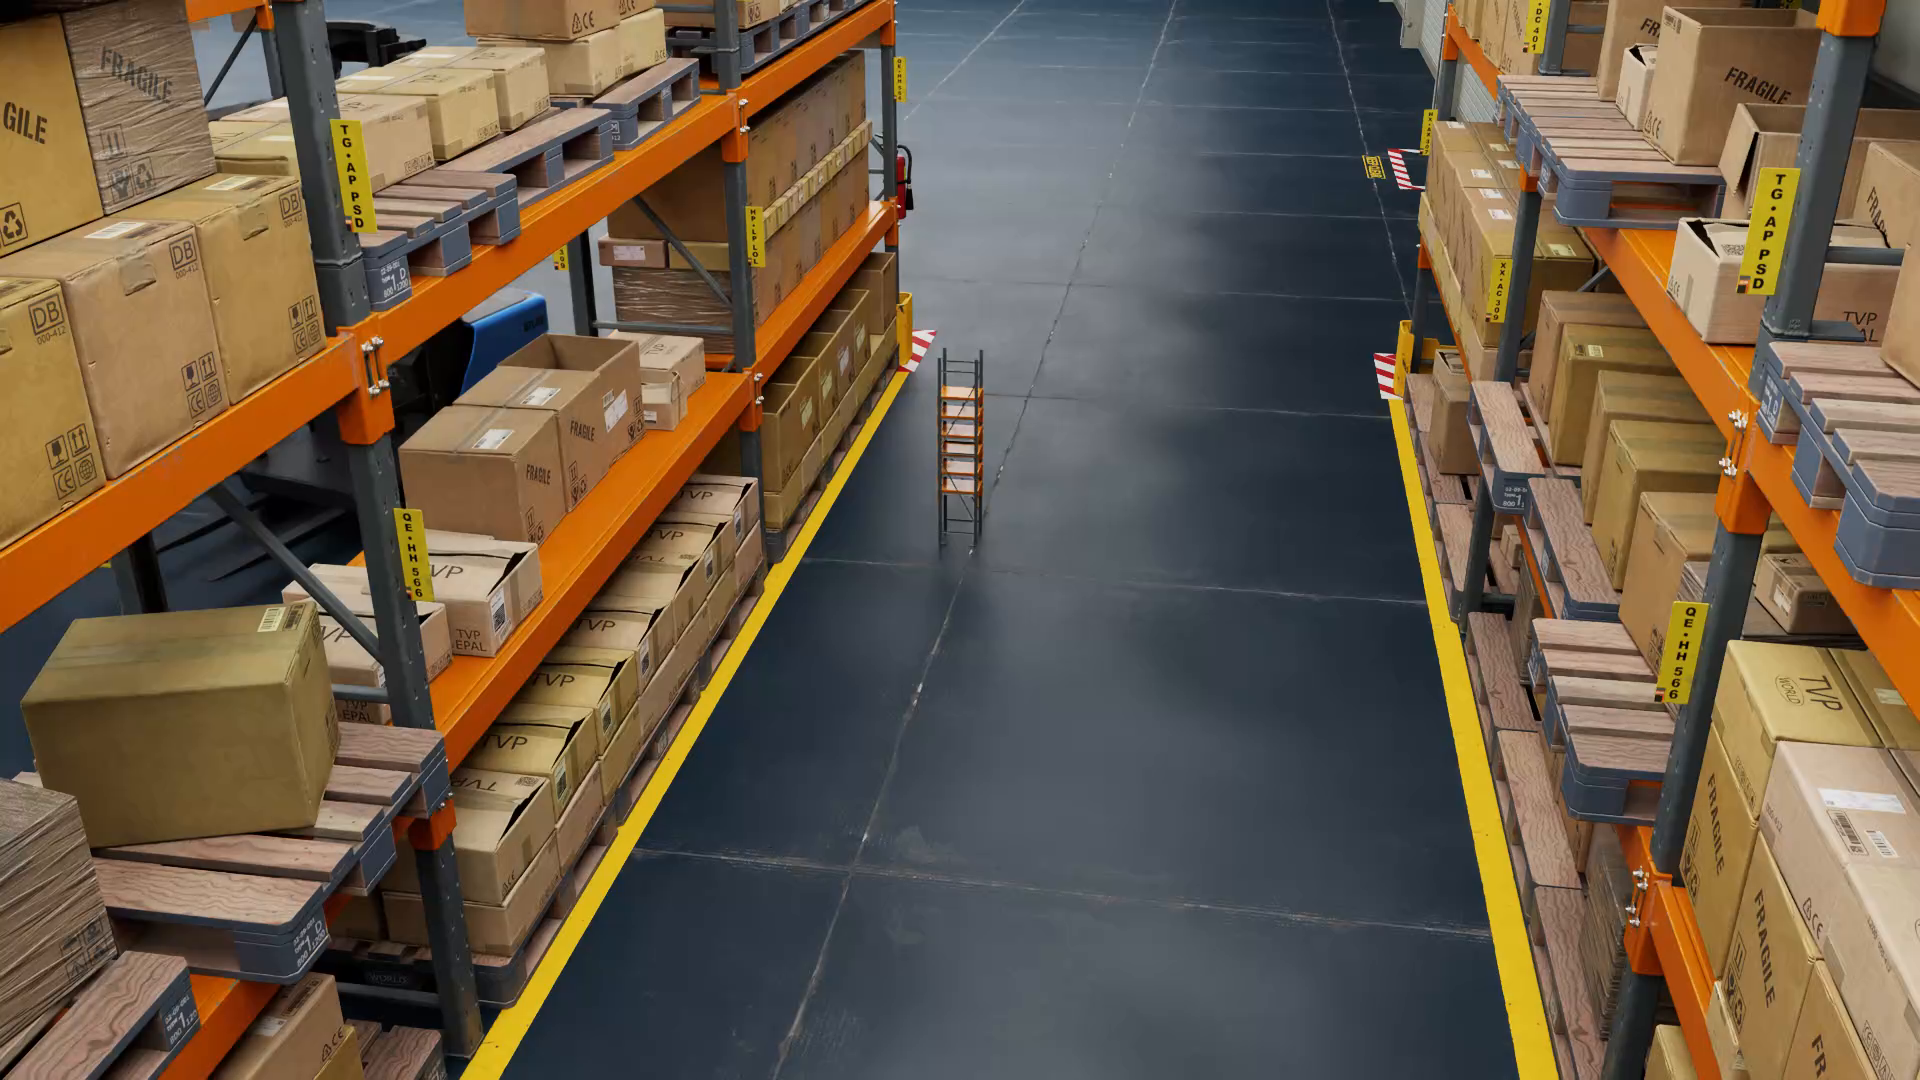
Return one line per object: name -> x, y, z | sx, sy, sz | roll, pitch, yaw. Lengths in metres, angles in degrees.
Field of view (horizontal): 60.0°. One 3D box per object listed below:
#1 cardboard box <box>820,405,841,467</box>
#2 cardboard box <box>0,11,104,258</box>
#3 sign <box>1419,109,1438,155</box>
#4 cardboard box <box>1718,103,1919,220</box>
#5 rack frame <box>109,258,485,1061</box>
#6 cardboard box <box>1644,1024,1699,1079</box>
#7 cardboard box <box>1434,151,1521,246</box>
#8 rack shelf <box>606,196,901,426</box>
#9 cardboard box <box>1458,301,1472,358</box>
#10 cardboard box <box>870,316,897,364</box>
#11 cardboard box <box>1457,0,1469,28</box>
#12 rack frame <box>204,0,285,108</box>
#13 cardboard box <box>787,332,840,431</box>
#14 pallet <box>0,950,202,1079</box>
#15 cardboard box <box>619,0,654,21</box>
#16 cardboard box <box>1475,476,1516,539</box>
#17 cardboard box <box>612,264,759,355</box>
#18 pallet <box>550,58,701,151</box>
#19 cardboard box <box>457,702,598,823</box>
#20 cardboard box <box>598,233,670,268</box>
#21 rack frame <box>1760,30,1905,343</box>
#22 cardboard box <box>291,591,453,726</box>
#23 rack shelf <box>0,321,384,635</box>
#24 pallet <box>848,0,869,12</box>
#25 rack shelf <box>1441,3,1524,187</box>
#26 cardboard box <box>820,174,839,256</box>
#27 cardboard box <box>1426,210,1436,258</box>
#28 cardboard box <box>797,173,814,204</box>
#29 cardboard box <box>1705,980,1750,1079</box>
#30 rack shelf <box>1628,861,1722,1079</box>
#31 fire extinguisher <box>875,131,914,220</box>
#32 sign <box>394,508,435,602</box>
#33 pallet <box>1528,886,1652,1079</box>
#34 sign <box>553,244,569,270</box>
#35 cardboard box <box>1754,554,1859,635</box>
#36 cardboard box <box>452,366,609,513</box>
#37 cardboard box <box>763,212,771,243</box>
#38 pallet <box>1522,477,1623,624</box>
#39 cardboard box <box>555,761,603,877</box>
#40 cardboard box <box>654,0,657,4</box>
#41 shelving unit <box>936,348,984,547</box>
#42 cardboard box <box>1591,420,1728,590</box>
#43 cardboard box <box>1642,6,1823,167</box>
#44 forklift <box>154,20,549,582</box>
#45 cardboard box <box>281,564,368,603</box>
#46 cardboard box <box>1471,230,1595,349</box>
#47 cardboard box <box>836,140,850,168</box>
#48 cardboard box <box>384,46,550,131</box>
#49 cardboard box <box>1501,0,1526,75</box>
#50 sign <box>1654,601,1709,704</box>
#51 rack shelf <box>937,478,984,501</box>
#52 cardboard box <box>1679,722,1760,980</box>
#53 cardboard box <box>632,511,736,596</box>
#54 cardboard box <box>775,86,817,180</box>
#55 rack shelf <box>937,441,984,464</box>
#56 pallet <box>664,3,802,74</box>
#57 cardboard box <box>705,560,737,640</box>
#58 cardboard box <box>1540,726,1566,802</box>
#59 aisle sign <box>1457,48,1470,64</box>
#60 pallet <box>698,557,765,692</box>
cardboard box -> -1.087, -0.703, 10.963 | 0.500, 0.250, 0.500 | 4, 25, 9
cardboard box -> -2.450, -0.957, 3.920 | 0.500, 0.500, 0.500 | 4, 25, 9
sign -> 3.370, -2.929, 11.948 | 0.100, 0.325, 0.005 | 4, 25, 9
cardboard box -> 2.901, -1.104, 5.386 | 0.797, 0.503, 0.637 | 8, 26, 16
rack frame -> -2.290, 0.505, 5.633 | 1.000, 3.000, 0.127 | 4, 25, 9
cardboard box -> 2.349, 1.928, 4.632 | 0.750, 0.750, 0.750 | 4, 25, 8
cardboard box -> 3.350, -2.180, 10.637 | 0.500, 0.500, 0.500 | 3, 25, 7
rack shelf -> -1.309, -1.679, 11.147 | 1.077, 0.370, 4.000 | 4, 25, 9
cardboard box -> 3.120, -1.194, 9.417 | 0.500, 0.250, 0.500 | 4, 25, 9
cardboard box -> -0.778, -1.541, 12.752 | 0.500, 0.250, 0.500 | 4, 25, 9
cardboard box -> 3.481, -3.568, 10.654 | 0.500, 0.500, 0.500 | 6, 26, 12
rack frame -> -5.868, -3.186, 13.518 | 1.000, 3.000, 0.127 | 4, 25, 9
cardboard box -> -1.088, -1.043, 10.804 | 0.500, 0.500, 0.500 | 4, 25, 9
pallet -> -2.603, 1.405, 3.936 | 1.003, 0.211, 1.213 | 4, 25, 9
cardboard box -> -1.776, -2.733, 7.810 | 0.500, 0.500, 0.500 | 4, 25, 9
cardboard box -> 3.382, -0.330, 9.847 | 0.500, 0.500, 0.500 | 2, 25, 5
cardboard box -> -1.570, -1.399, 9.583 | 0.700, 0.500, 0.500 | 3, 25, 7
pallet -> -1.767, -2.070, 7.822 | 0.805, 0.209, 1.217 | 3, 25, 6
cardboard box -> -1.837, 0.887, 6.903 | 0.500, 0.311, 0.500 | 3, 25, 7
cardboard box -> -1.803, -1.636, 9.323 | 0.380, 0.149, 0.250 | 4, 25, 8
rack frame -> 2.598, -1.871, 3.631 | 1.000, 3.000, 0.127 | 4, 25, 9
cardboard box -> -2.187, 0.396, 5.971 | 0.500, 0.311, 0.500 | 6, 26, 12
rack shelf -> -2.616, 0.309, 3.363 | 1.077, 0.370, 4.000 | 4, 25, 9
pallet -> -1.123, -3.866, 11.536 | 1.003, 0.211, 1.213 | 4, 25, 9
rack shelf -> 3.579, -2.696, 9.781 | 1.077, 0.370, 4.000 | 4, 25, 9
cardboard box -> -1.239, -2.265, 11.432 | 0.700, 0.500, 0.500 | 4, 25, 9
cardboard box -> 3.442, -2.040, 11.224 | 0.500, 0.250, 0.500 | 3, 25, 7
cardboard box -> -1.151, -2.254, 10.645 | 0.380, 0.149, 0.250 | 4, 25, 8
cardboard box -> 2.139, 1.283, 4.244 | 0.380, 0.149, 0.250 | 5, 26, 10
rack shelf -> 2.271, 2.009, 3.269 | 1.077, 0.370, 4.000 | 4, 25, 9
fire extinguisher -> -0.505, -2.823, 12.835 | 0.296, 0.674, 0.183 | 4, 25, 9
sign -> -1.753, 0.050, 5.333 | 0.100, 0.325, 0.005 | 4, 25, 9
pallet -> 2.727, 1.783, 6.192 | 1.003, 0.211, 1.213 | 4, 25, 9
sign -> -2.184, -1.634, 9.088 | 0.100, 0.325, 0.005 | 4, 25, 9
cardboard box -> 2.625, 0.162, 4.964 | 0.380, 0.149, 0.250 | 1, 25, 2
cardboard box -> -1.945, -0.464, 7.584 | 0.500, 0.500, 0.500 | 4, 25, 9
cardboard box -> -1.319, -1.819, 9.715 | 0.380, 0.149, 0.250 | 3, 25, 7
pallet -> 2.881, 0.103, 6.719 | 1.003, 0.211, 1.213 | 4, 25, 9
cardboard box -> -1.833, 1.151, 7.001 | 0.500, 0.250, 0.500 | 3, 25, 7
cardboard box -> -1.708, -3.190, 9.624 | 0.380, 0.149, 0.250 | 4, 25, 9
shelving unit -> 0.002, -0.549, 10.009 | 0.258, 1.200, 0.189 | 4, 25, 9
cardboard box -> 2.847, -0.118, 6.327 | 0.700, 0.500, 0.500 | 4, 25, 9
cardboard box -> 2.882, -1.682, 6.153 | 0.500, 0.500, 0.500 | 3, 25, 7
forklift -> -3.855, -1.541, 10.085 | 1.130, 2.935, 3.031 | 11, 27, 21
cardboard box -> -2.415, 0.223, 6.531 | 0.380, 0.149, 0.250 | 4, 25, 9
cardboard box -> 3.024, -1.326, 8.814 | 0.500, 0.500, 0.500 | 4, 25, 8
cardboard box -> -0.983, -2.686, 11.566 | 0.380, 0.149, 0.250 | 4, 25, 9
cardboard box -> -2.009, -1.853, 6.815 | 0.500, 0.250, 0.500 | 2, 25, 4
cardboard box -> 3.186, -2.678, 8.754 | 0.500, 0.500, 0.500 | 2, 25, 4
sign -> 2.061, 0.324, 4.747 | 0.100, 0.325, 0.005 | 4, 25, 9
rack shelf -> 0.002, -0.292, 10.129 | 0.258, 0.103, 0.180 | 4, 25, 9
cardboard box -> 2.266, 0.843, 4.419 | 0.500, 0.500, 0.500 | 5, 26, 10
cardboard box -> -1.498, 0.040, 8.712 | 0.500, 0.311, 0.500 | 5, 25, 10
cardboard box -> -1.324, -2.617, 10.654 | 0.700, 0.500, 0.500 | 4, 25, 9
rack shelf -> 0.002, -0.509, 10.027 | 0.258, 0.103, 0.180 | 4, 25, 9
pallet -> -1.522, -2.845, 9.356 | 1.003, 0.211, 1.213 | 4, 25, 9
cardboard box -> -1.502, 0.292, 8.836 | 0.500, 0.250, 0.500 | 4, 25, 8
cardboard box -> 2.990, 0.846, 7.335 | 0.700, 0.500, 0.500 | 4, 25, 9
aisle sign -> 3.621, -3.728, 11.609 | 0.394, 0.787, 0.004 | 4, 25, 9
pallet -> -1.718, 0.406, 9.134 | 1.003, 0.211, 1.213 | 4, 25, 9
